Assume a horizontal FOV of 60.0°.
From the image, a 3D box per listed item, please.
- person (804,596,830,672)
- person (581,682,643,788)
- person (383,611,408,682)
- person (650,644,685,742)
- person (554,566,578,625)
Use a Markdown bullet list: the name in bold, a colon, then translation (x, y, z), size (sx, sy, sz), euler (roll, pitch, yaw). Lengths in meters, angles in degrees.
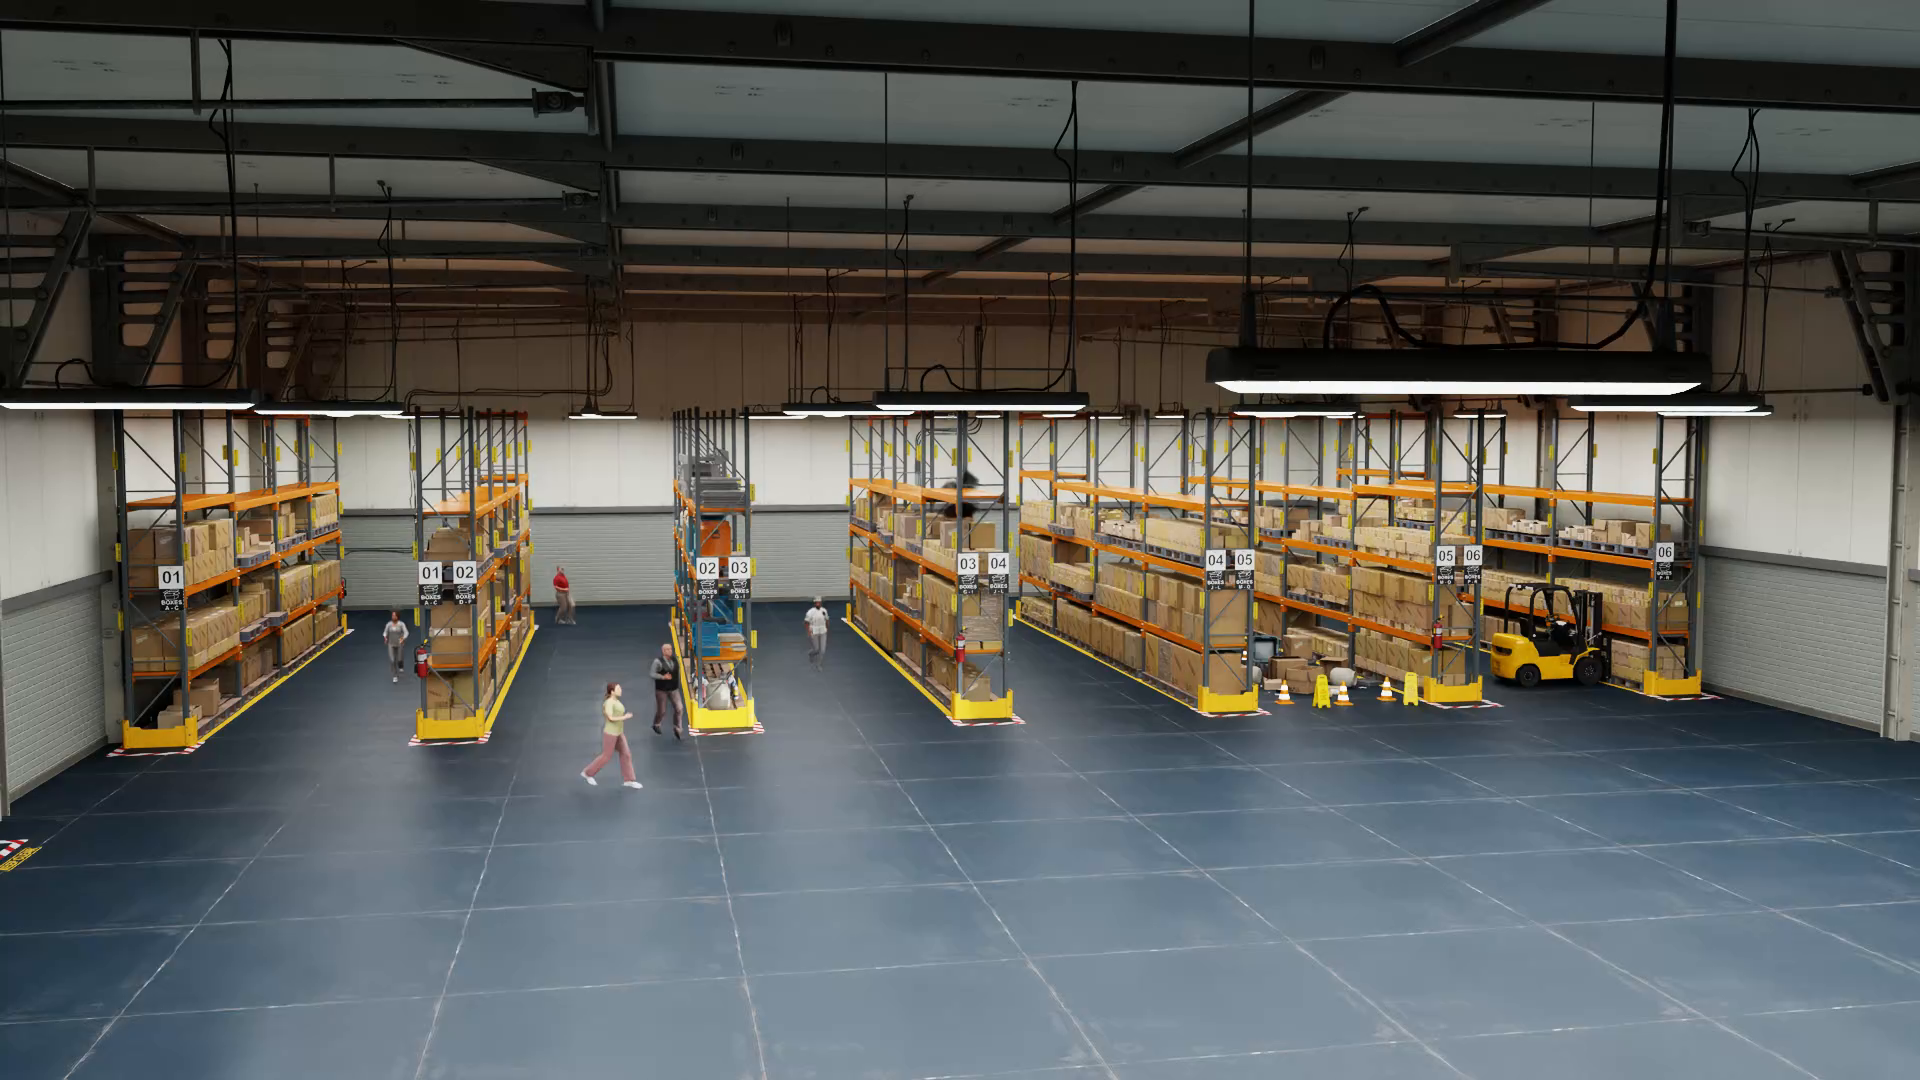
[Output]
- **person**: translation (-3.114, 2.039, 36.329), size (0.582, 1.661, 0.577), euler (-2, 4, -21)
- **person**: translation (-5.408, 3.022, 25.810), size (0.969, 1.660, 0.571), euler (0, 4, 6)
- **person**: translation (-12.459, 2.339, 36.697), size (0.535, 1.548, 0.559), euler (-1, 4, -10)
- **person**: translation (-5.305, 2.741, 30.029), size (0.680, 1.759, 0.887), euler (-3, 5, -36)
- **person**: translation (-11.169, 1.586, 46.665), size (0.666, 1.745, 0.658), euler (1, 4, 19)
